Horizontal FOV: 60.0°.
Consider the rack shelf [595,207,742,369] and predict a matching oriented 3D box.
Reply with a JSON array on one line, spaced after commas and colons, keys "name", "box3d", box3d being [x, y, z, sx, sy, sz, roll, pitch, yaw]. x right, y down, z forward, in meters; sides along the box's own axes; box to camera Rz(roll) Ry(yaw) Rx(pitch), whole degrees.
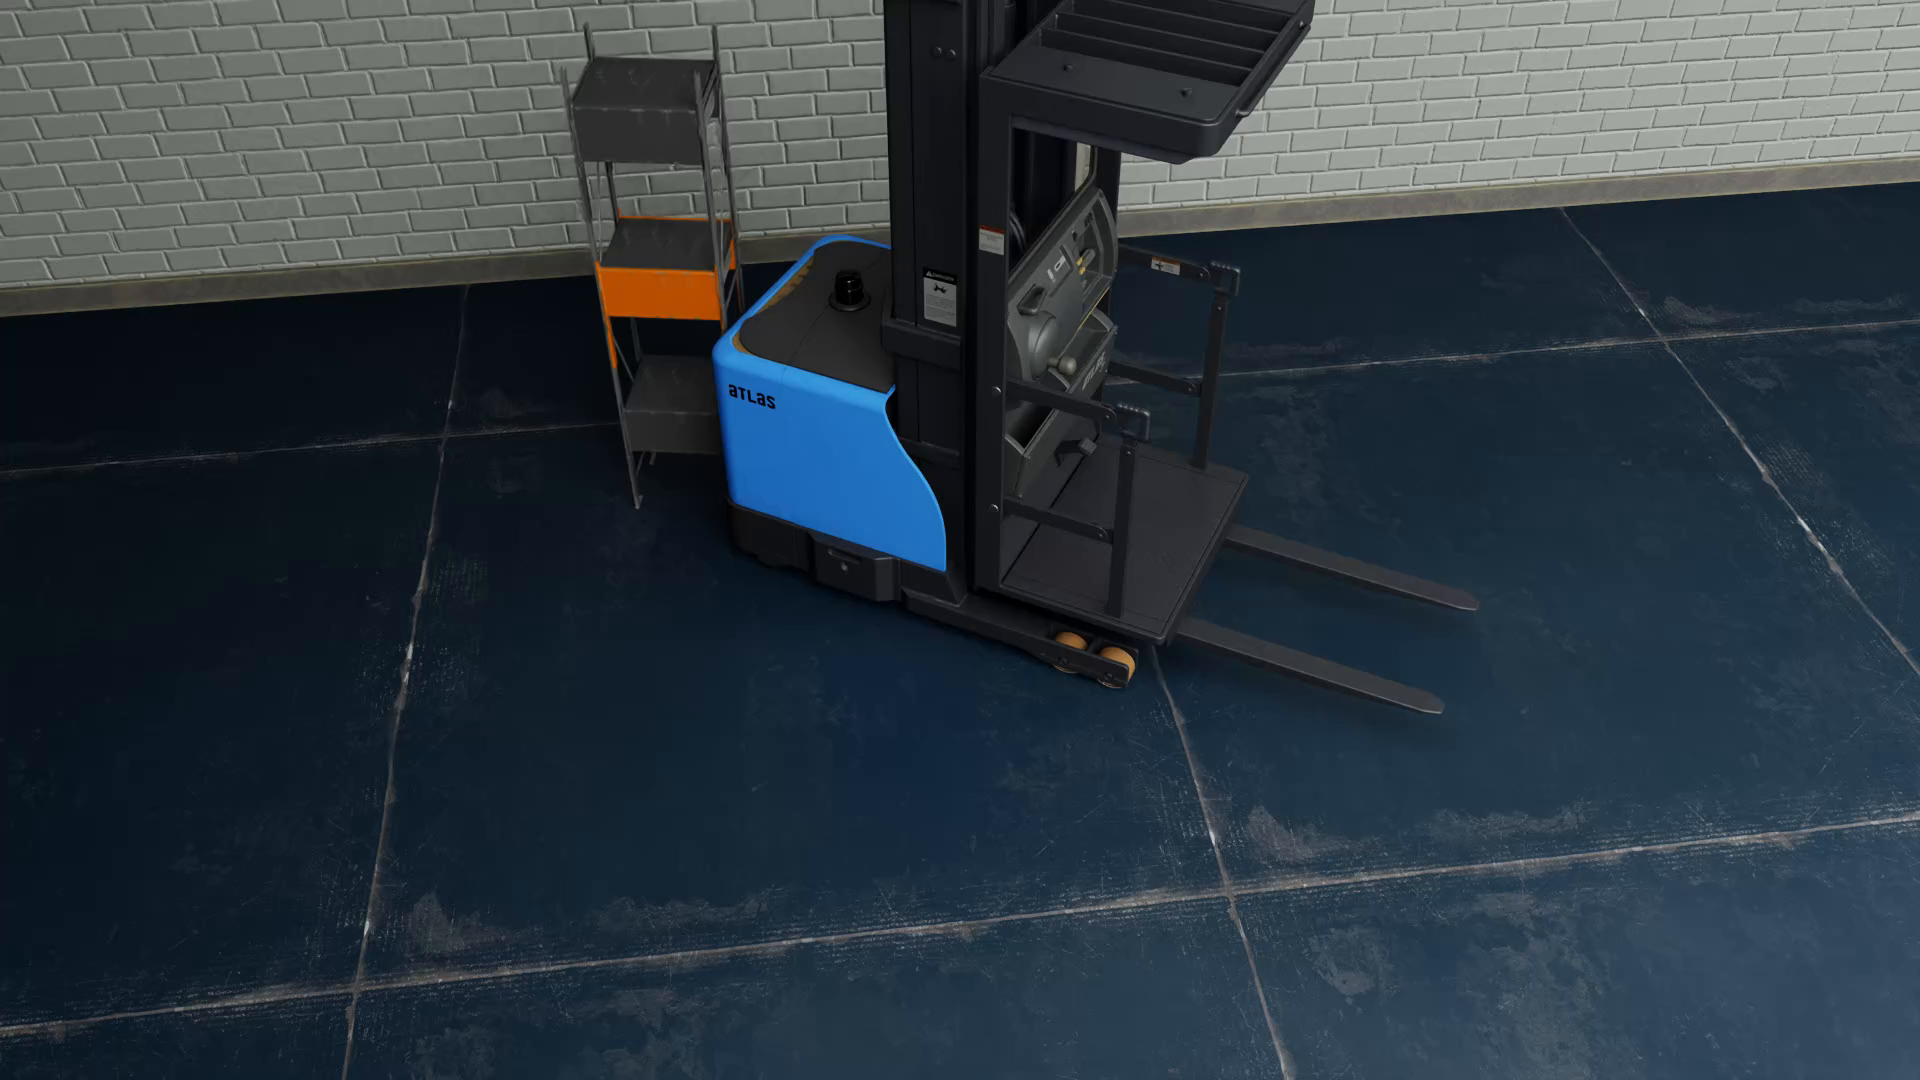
[{"name": "rack shelf", "box3d": [-1.179, -1.025, 6.838, 0.480, 0.518, 0.431, 2, 42, 3]}]

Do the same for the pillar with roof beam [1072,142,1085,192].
[{"name": "pillar with roof beam", "box3d": [0.968, -2.013, 2.763, 0.400, 9.000, 9.100, -5, 42, -6]}]

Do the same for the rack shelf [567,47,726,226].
[{"name": "rack shelf", "box3d": [-1.179, -1.543, 6.366, 0.480, 0.518, 0.431, 2, 42, 3]}]

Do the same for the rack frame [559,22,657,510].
[{"name": "rack frame", "box3d": [-1.423, -1.046, 6.840, 0.015, 2.100, 0.400, 2, 42, 3]}]

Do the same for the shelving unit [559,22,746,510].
[{"name": "shelving unit", "box3d": [-1.179, -1.035, 6.828, 0.503, 2.100, 0.431, 2, 42, 3]}]

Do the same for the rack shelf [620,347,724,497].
[{"name": "rack shelf", "box3d": [-1.180, -0.508, 7.309, 0.480, 0.518, 0.431, 2, 42, 3]}]

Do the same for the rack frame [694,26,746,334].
[{"name": "rack frame", "box3d": [-0.936, -1.025, 6.817, 0.015, 2.100, 0.400, 2, 42, 3]}]

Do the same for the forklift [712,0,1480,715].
[{"name": "forklift", "box3d": [0.567, -0.909, 6.070, 3.031, 2.935, 1.130, 18, 45, 18]}]
